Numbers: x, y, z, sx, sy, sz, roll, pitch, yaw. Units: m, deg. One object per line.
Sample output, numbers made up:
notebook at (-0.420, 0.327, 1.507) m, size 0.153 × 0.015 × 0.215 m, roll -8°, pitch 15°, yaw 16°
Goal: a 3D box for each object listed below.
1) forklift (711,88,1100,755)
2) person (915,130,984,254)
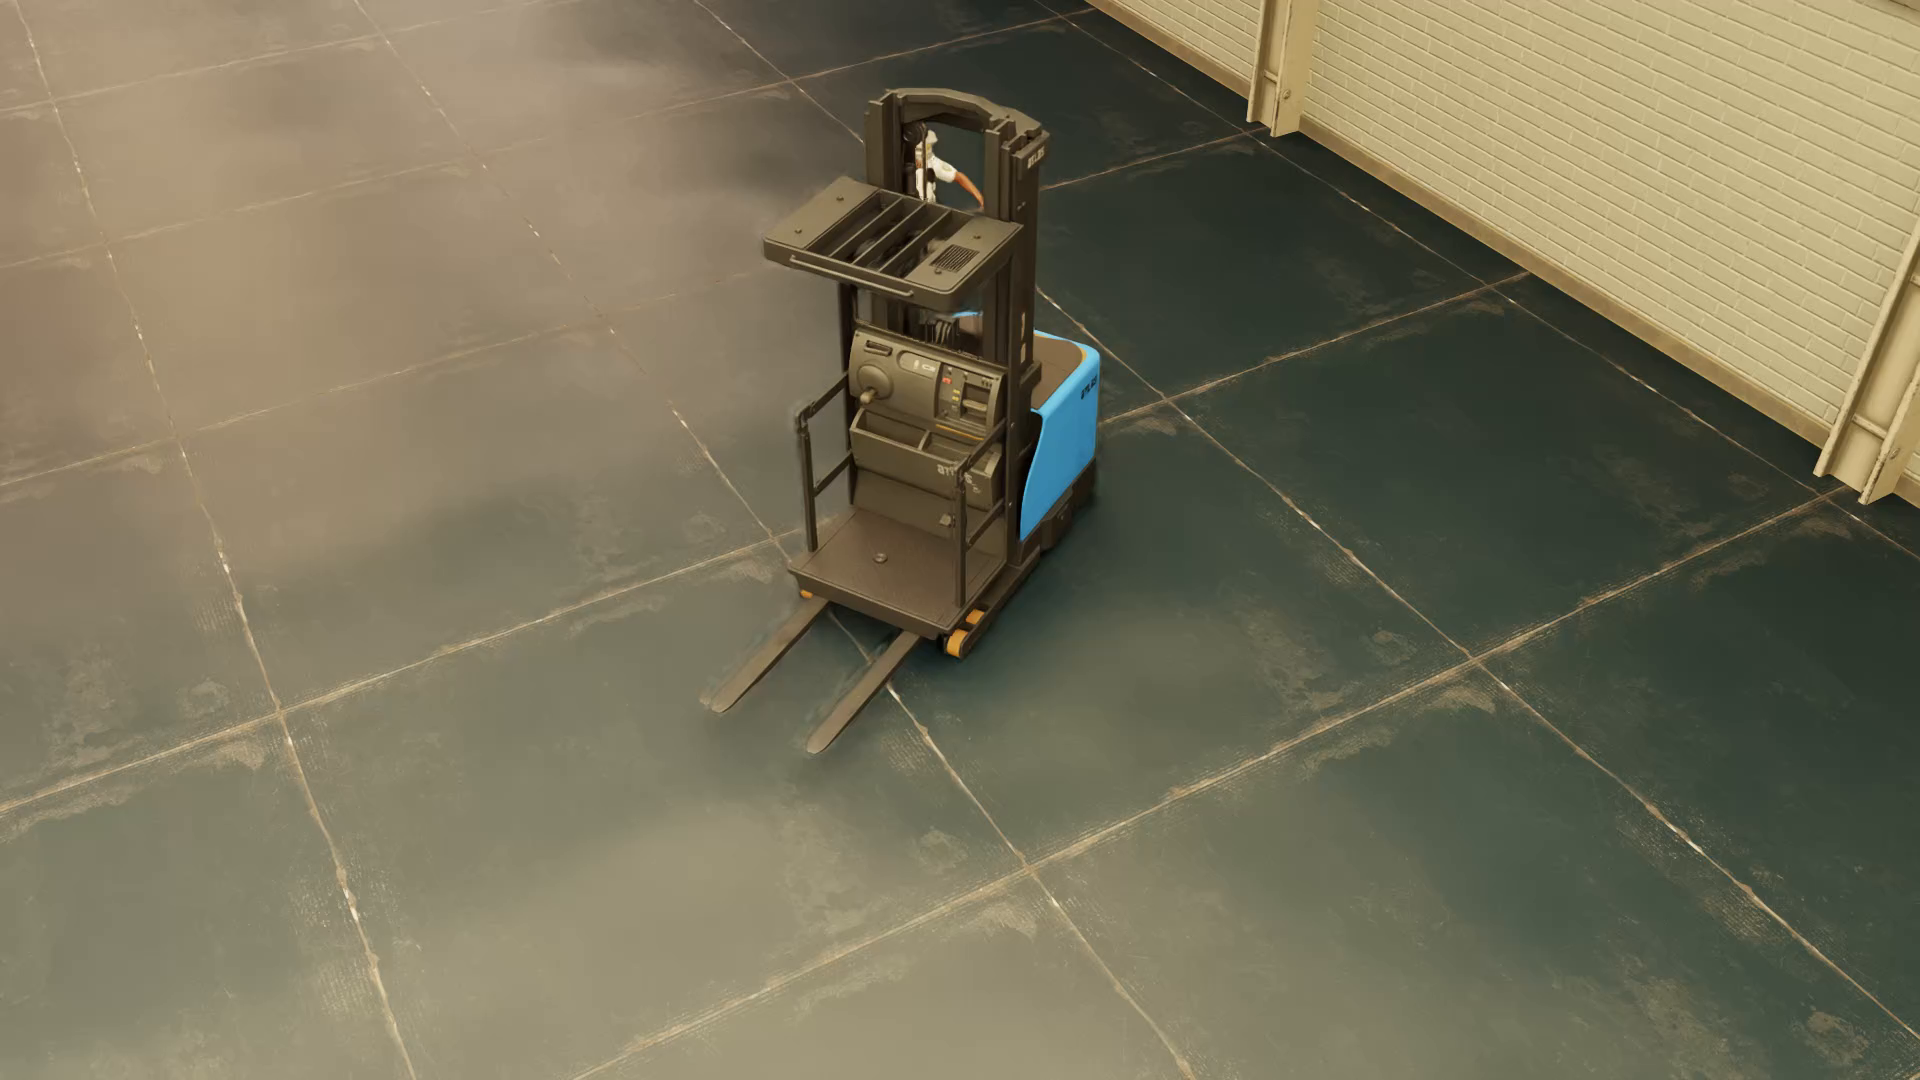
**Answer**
forklift at (-0.299, -0.788, 8.987) m, size 1.130 × 2.935 × 3.031 m, roll 20°, pitch 44°, yaw 22°
person at (-0.237, -2.199, 11.857) m, size 1.023 × 1.509 × 0.938 m, roll -23°, pitch 45°, yaw -25°
